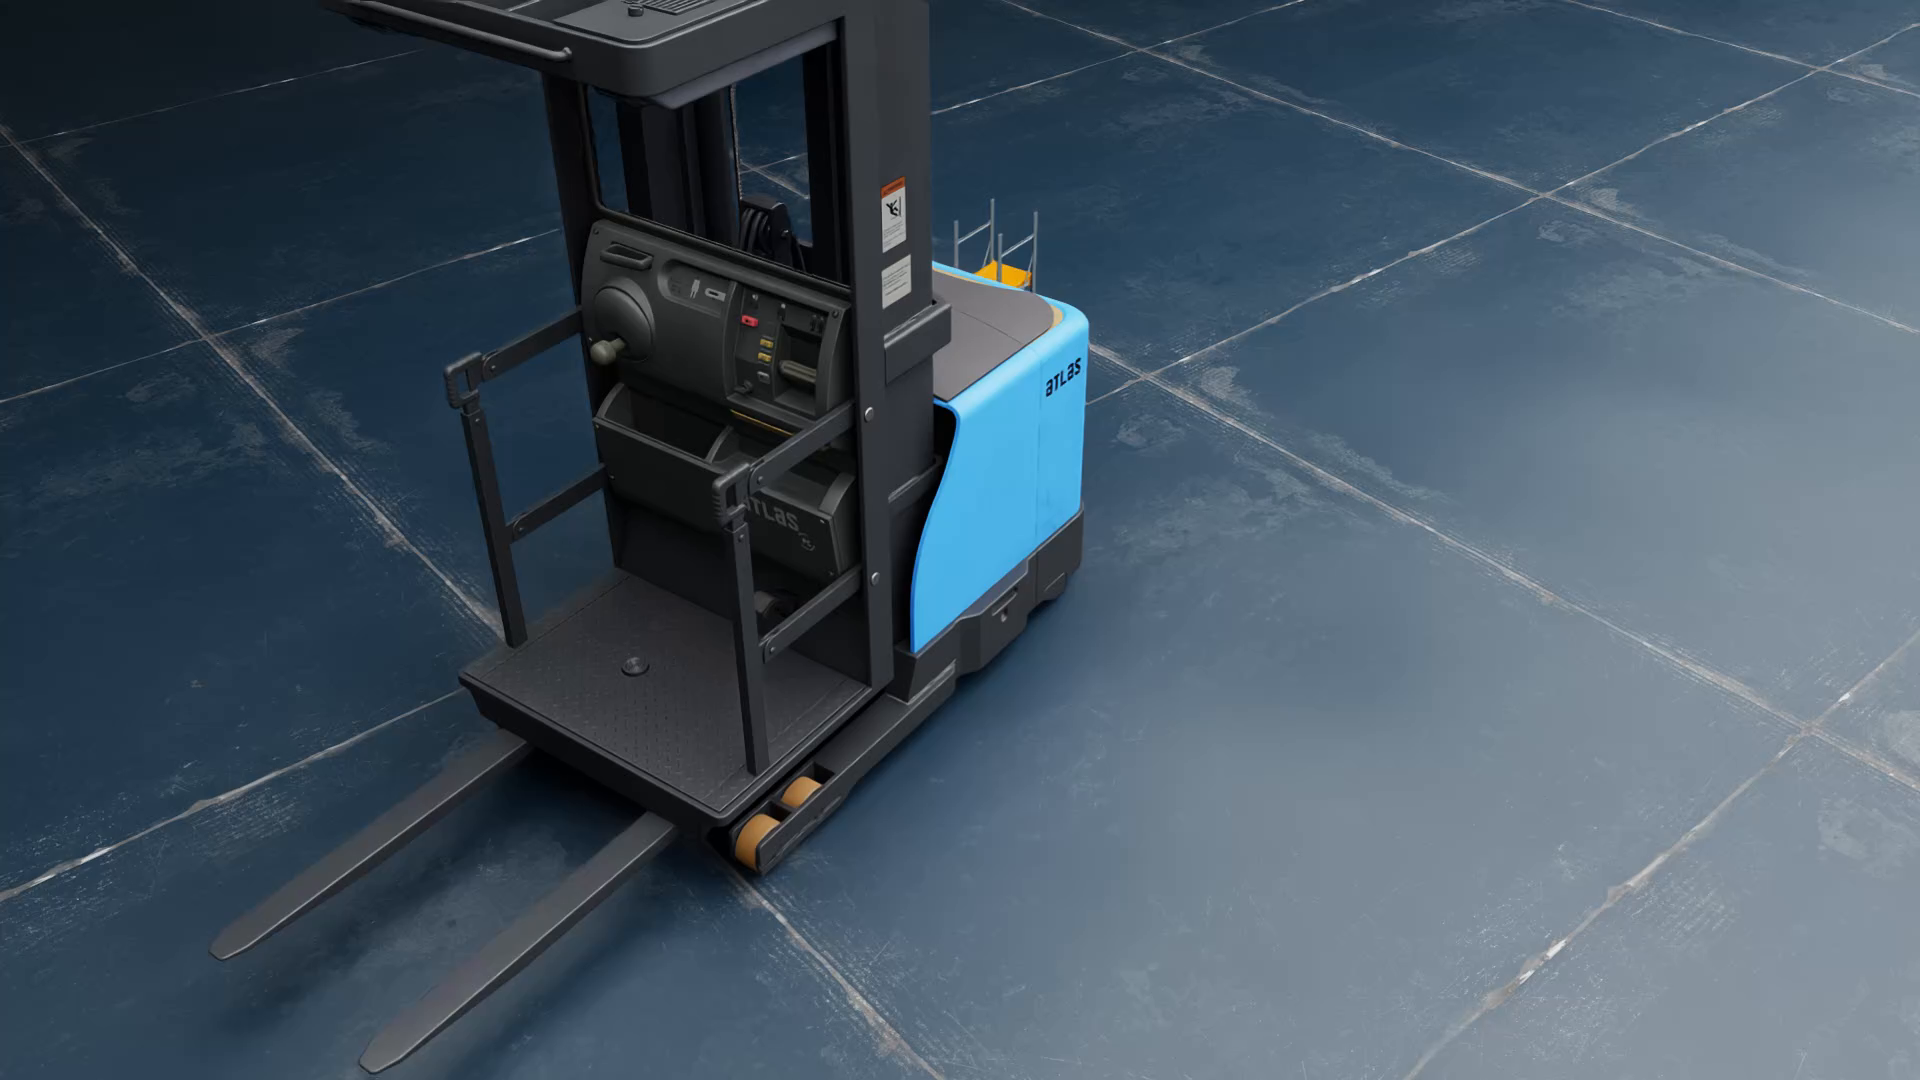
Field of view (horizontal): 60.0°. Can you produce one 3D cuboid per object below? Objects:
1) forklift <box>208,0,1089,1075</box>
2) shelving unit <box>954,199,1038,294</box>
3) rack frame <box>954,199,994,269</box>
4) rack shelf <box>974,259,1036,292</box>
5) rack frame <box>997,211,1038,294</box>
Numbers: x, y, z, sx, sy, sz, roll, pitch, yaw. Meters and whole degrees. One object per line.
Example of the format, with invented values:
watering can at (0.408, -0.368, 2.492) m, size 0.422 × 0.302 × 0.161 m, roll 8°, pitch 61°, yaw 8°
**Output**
forklift at (-0.822, -0.543, 4.481) m, size 1.130 × 2.935 × 3.031 m, roll 22°, pitch 41°, yaw 28°
shelving unit at (0.123, -0.628, 6.098) m, size 0.189 × 1.200 × 0.258 m, roll 22°, pitch 41°, yaw 28°
rack frame at (0.049, -0.659, 6.141) m, size 0.006 × 1.200 × 0.240 m, roll 22°, pitch 41°, yaw 28°
rack shelf at (0.124, -0.886, 5.916) m, size 0.180 × 0.103 × 0.258 m, roll 22°, pitch 41°, yaw 28°
rack frame at (0.198, -0.598, 6.055) m, size 0.006 × 1.200 × 0.240 m, roll 22°, pitch 41°, yaw 28°
